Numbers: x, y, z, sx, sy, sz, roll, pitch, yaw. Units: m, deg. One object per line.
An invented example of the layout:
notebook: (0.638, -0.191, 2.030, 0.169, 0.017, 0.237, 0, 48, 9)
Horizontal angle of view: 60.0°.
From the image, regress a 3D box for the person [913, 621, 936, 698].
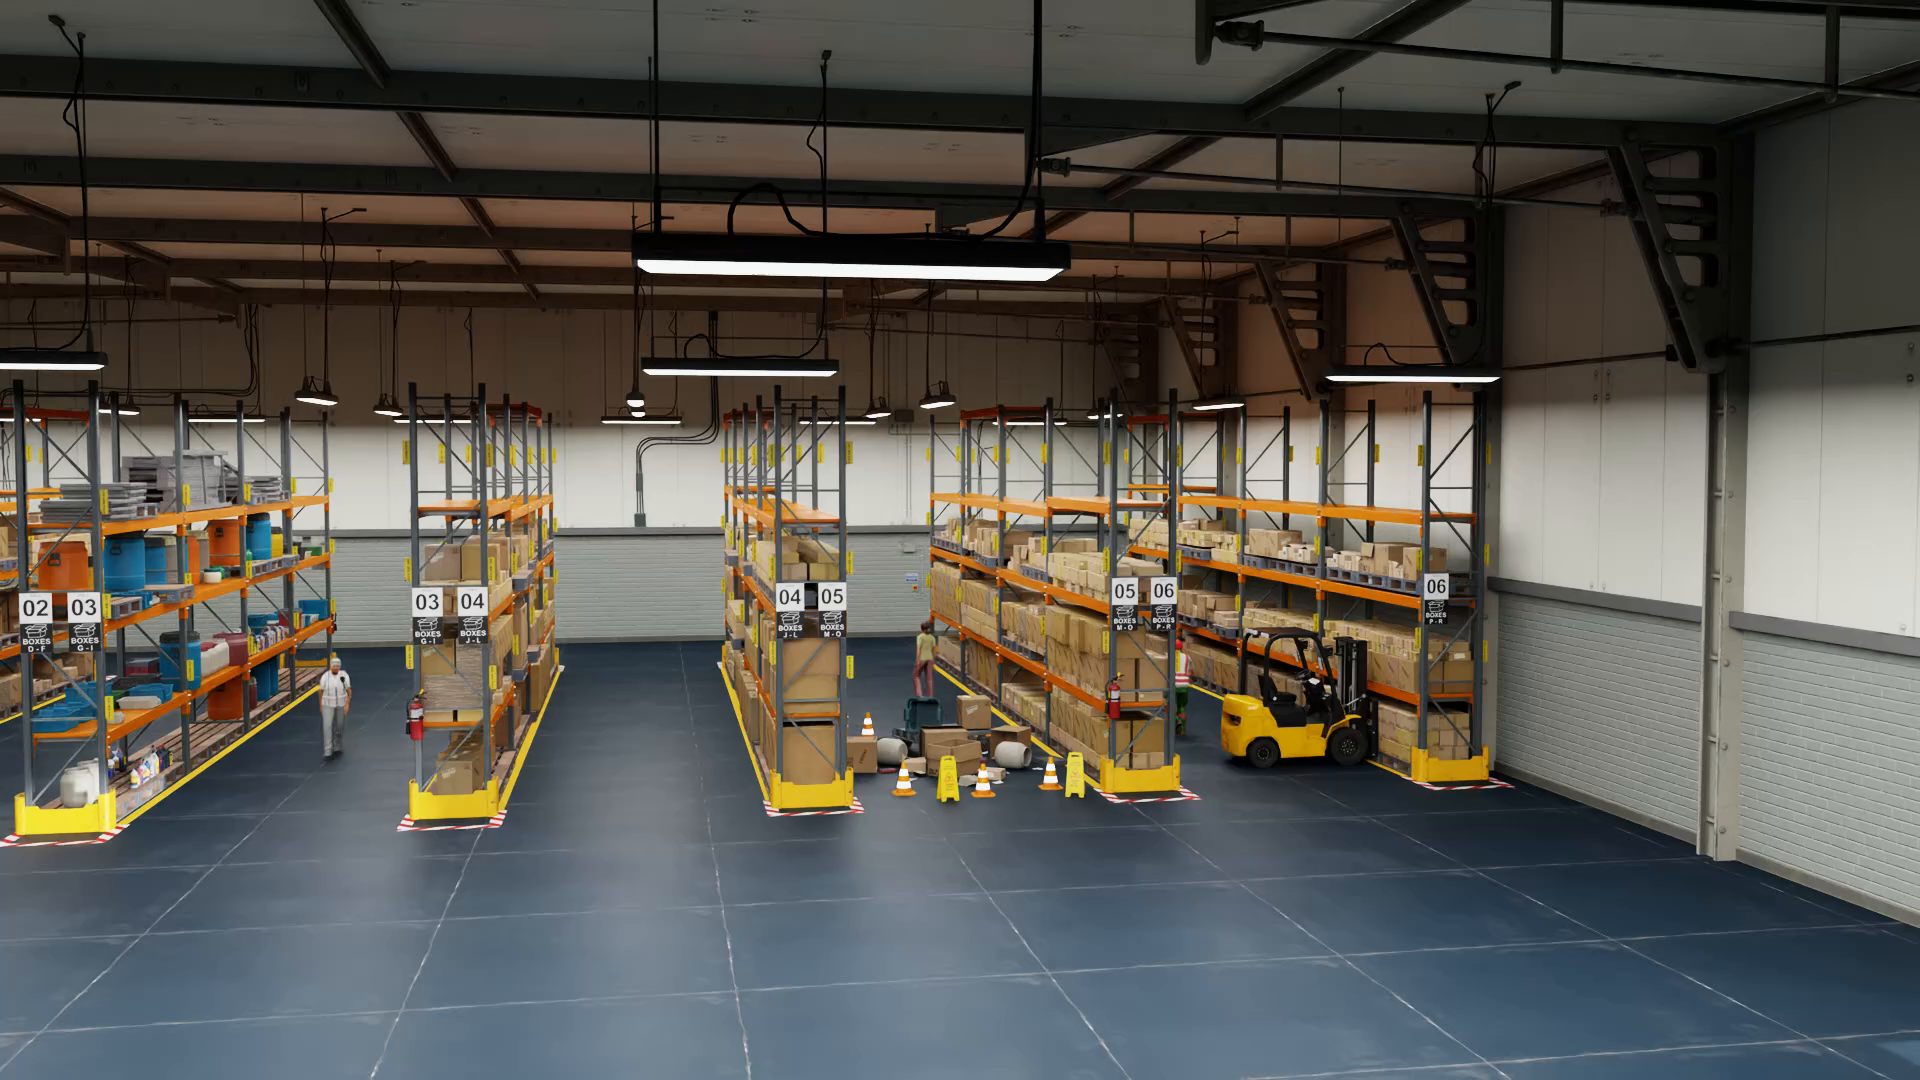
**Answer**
person: (-0.683, 2.483, 33.523, 0.480, 1.692, 0.543, -2, 3, -29)

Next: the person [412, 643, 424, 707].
person: (-10.657, 2.450, 33.323, 0.659, 1.744, 0.657, -1, 3, -21)

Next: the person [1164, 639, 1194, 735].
person: (3.933, 2.646, 30.057, 0.660, 1.679, 0.790, -1, 3, -11)

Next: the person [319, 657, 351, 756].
person: (-10.429, 2.767, 27.735, 0.538, 1.612, 0.964, -2, 3, -32)

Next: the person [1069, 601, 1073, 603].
person: (2.648, 2.106, 39.808, 1.046, 1.753, 0.508, 3, 4, 45)
